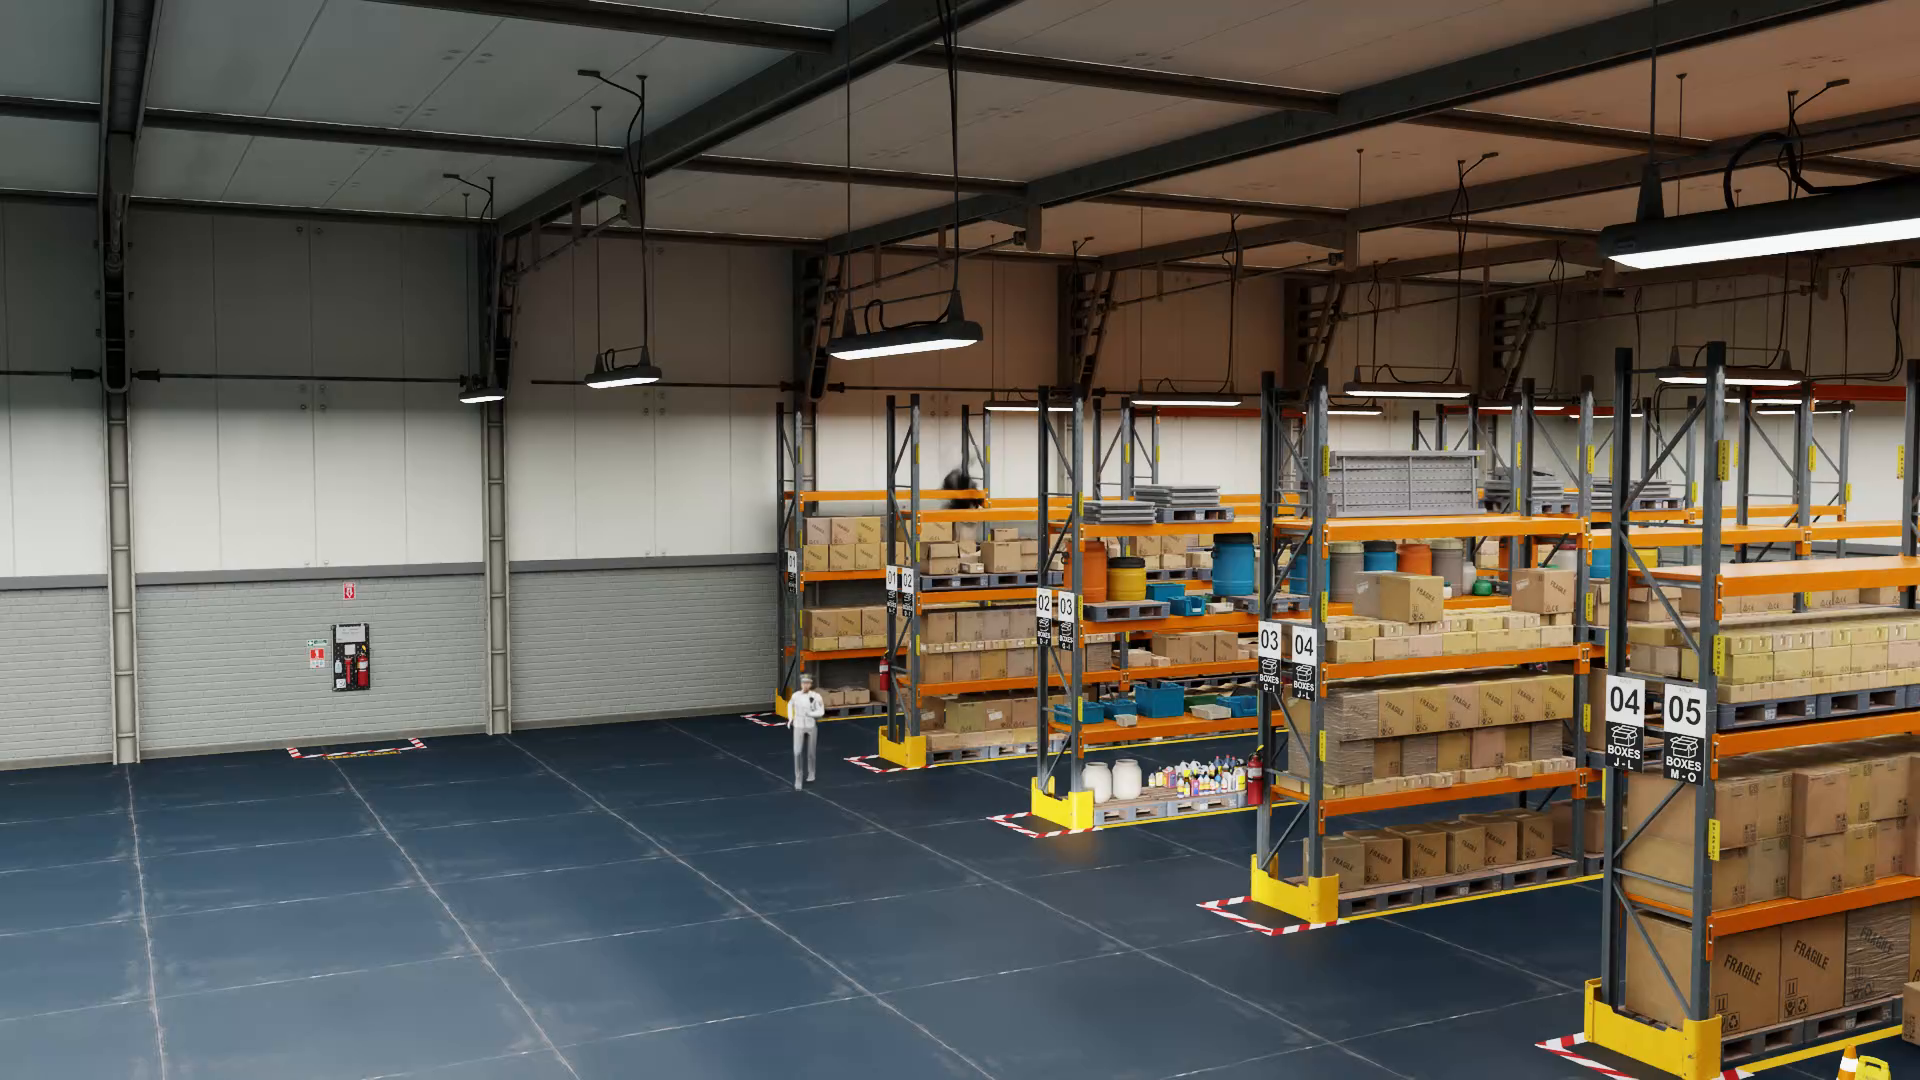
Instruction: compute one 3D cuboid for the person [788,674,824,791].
[{"bbox_3d":[-2.351,2.889,25.249,0.566,1.735,0.757,0,3,0],"label":"person"}]
